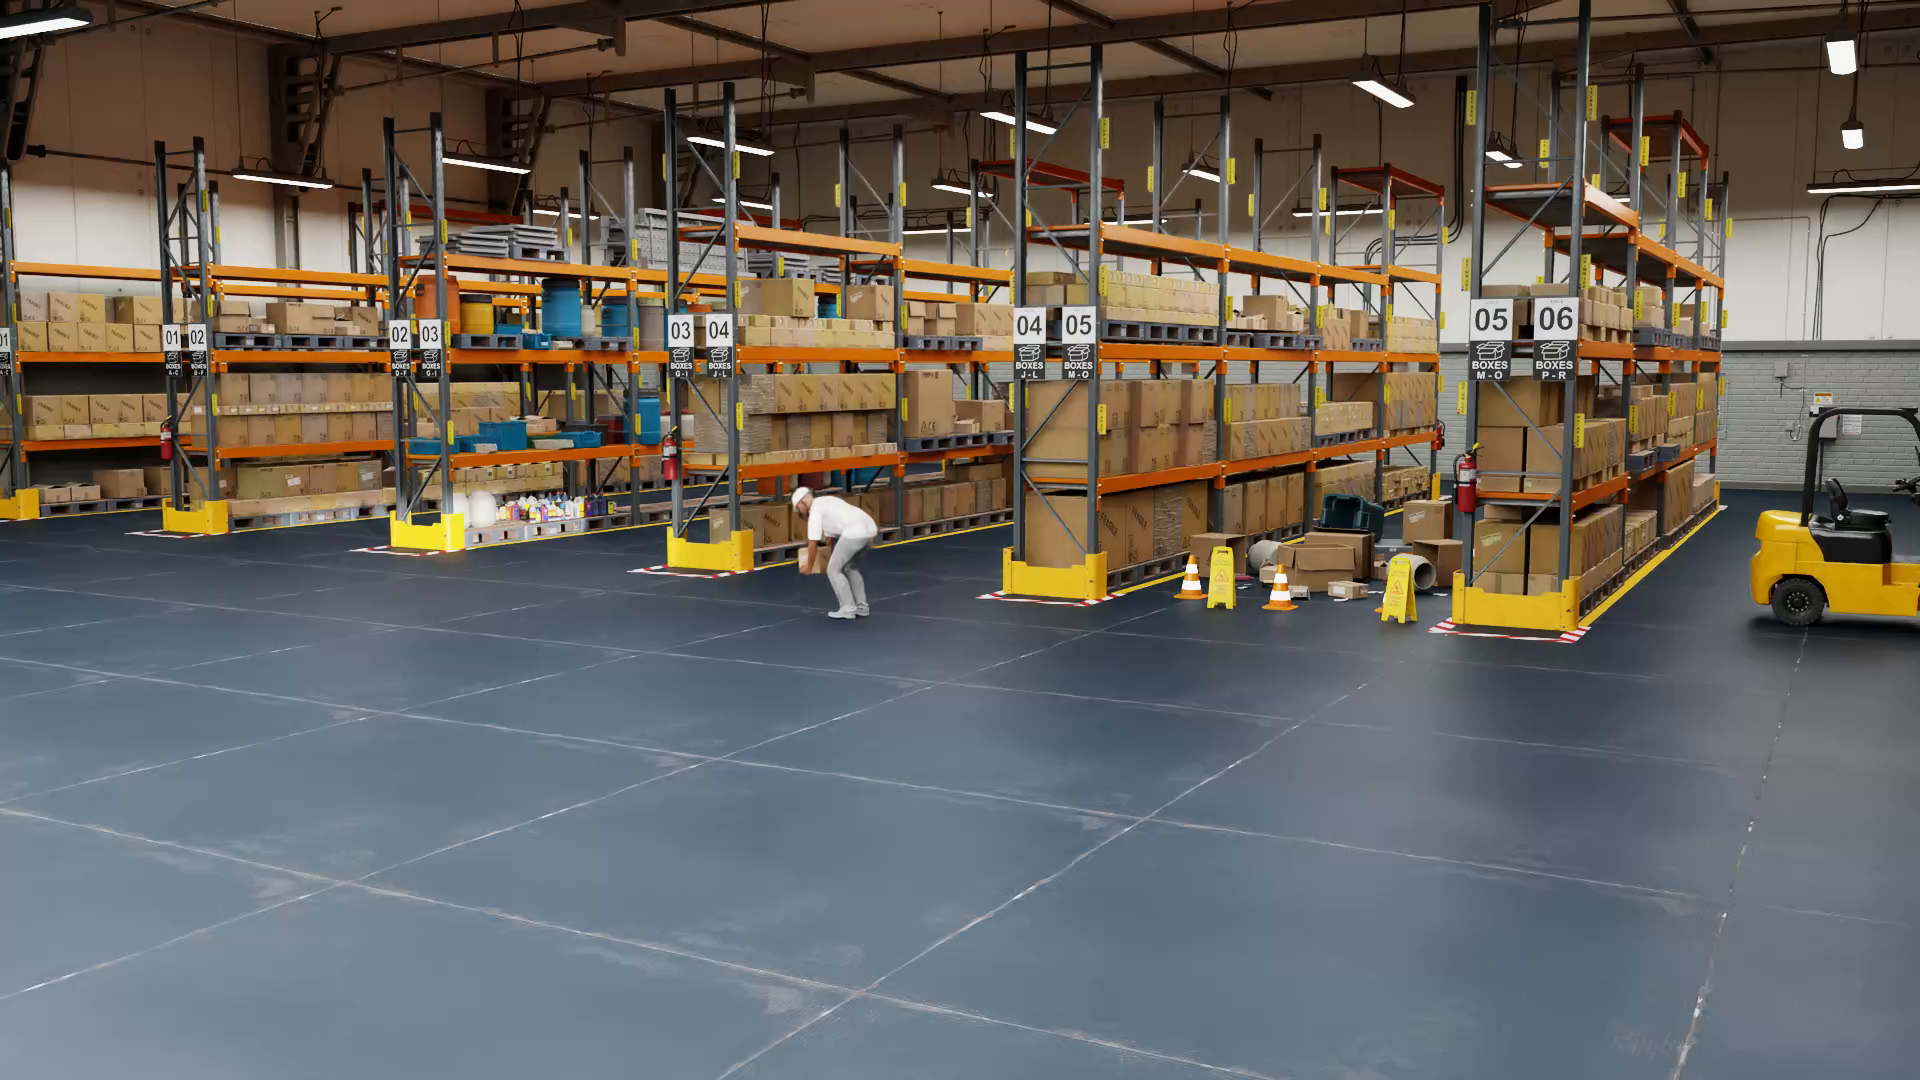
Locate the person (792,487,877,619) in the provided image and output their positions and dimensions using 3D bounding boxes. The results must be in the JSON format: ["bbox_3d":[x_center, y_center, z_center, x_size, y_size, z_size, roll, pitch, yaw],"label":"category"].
[{"bbox_3d":[-1.308,0.124,17.021,0.923,1.311,0.494,3,7,26],"label":"person"}]
